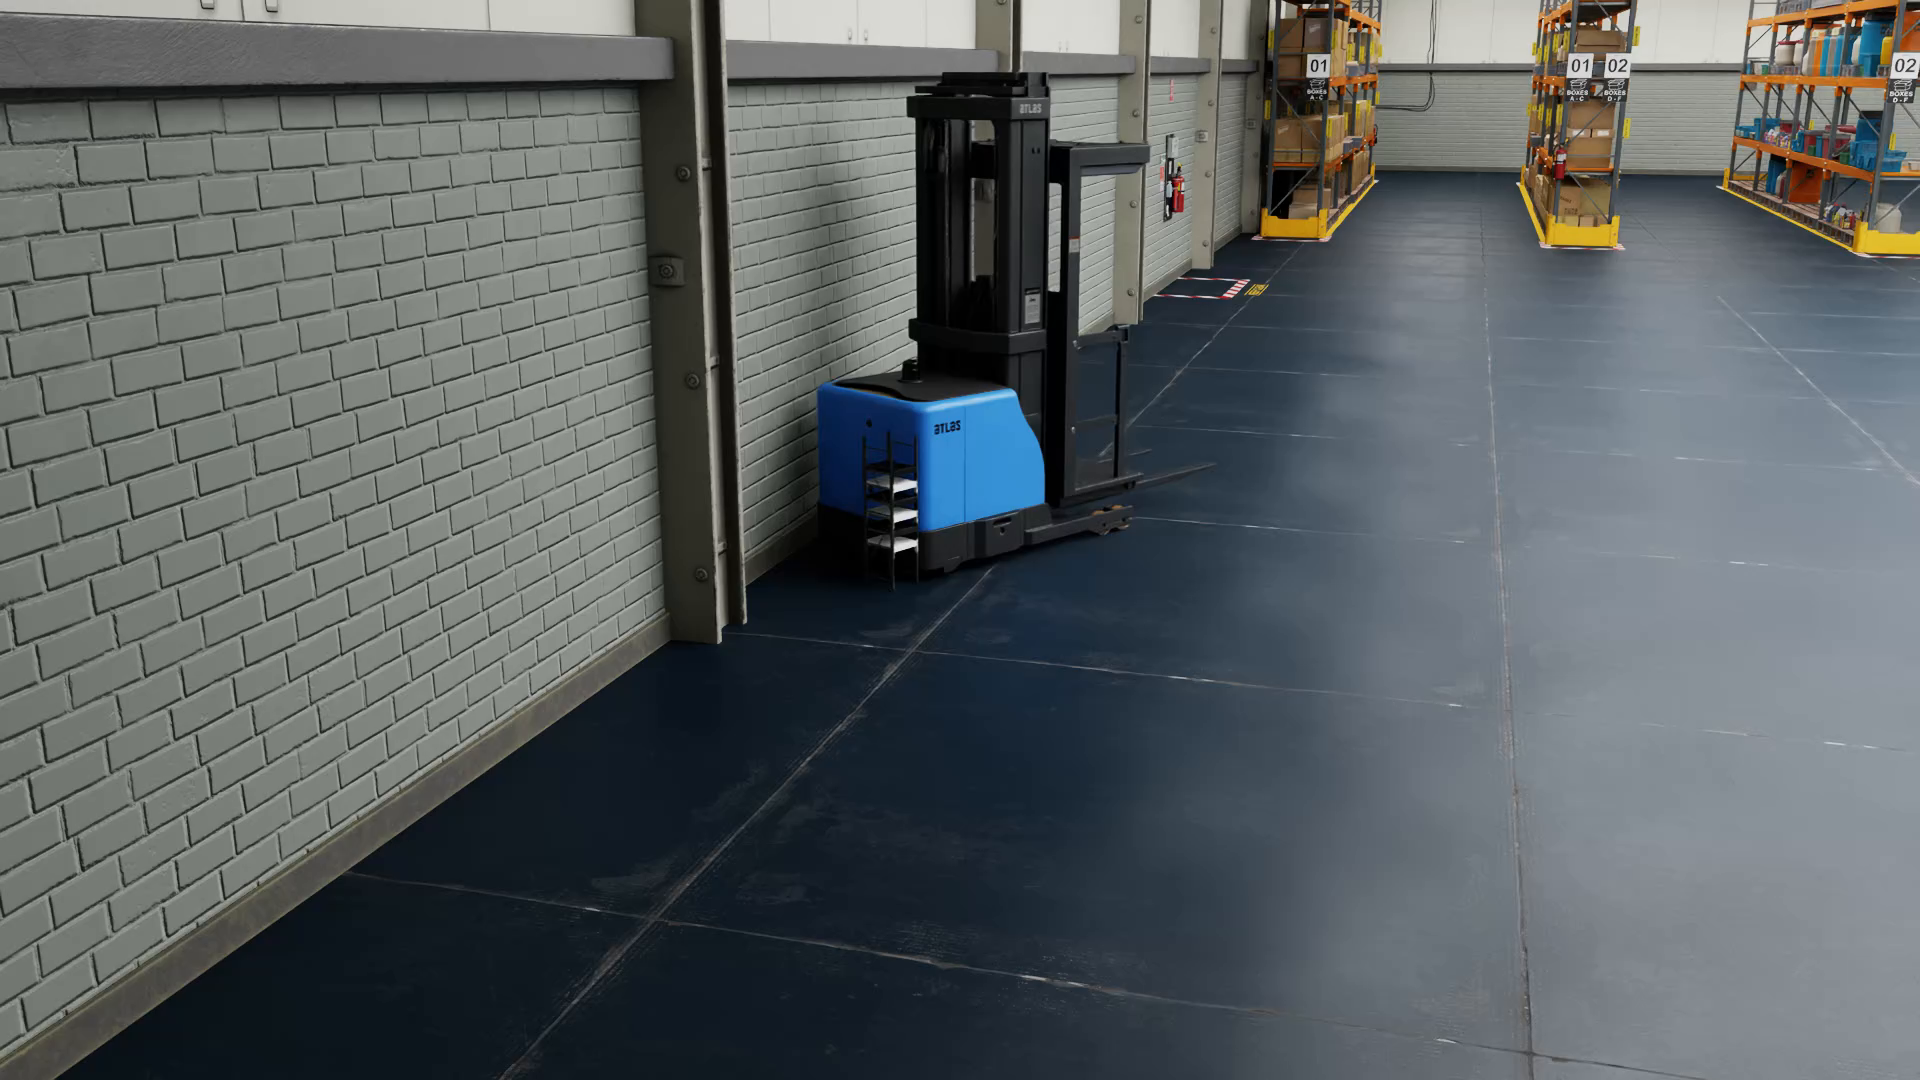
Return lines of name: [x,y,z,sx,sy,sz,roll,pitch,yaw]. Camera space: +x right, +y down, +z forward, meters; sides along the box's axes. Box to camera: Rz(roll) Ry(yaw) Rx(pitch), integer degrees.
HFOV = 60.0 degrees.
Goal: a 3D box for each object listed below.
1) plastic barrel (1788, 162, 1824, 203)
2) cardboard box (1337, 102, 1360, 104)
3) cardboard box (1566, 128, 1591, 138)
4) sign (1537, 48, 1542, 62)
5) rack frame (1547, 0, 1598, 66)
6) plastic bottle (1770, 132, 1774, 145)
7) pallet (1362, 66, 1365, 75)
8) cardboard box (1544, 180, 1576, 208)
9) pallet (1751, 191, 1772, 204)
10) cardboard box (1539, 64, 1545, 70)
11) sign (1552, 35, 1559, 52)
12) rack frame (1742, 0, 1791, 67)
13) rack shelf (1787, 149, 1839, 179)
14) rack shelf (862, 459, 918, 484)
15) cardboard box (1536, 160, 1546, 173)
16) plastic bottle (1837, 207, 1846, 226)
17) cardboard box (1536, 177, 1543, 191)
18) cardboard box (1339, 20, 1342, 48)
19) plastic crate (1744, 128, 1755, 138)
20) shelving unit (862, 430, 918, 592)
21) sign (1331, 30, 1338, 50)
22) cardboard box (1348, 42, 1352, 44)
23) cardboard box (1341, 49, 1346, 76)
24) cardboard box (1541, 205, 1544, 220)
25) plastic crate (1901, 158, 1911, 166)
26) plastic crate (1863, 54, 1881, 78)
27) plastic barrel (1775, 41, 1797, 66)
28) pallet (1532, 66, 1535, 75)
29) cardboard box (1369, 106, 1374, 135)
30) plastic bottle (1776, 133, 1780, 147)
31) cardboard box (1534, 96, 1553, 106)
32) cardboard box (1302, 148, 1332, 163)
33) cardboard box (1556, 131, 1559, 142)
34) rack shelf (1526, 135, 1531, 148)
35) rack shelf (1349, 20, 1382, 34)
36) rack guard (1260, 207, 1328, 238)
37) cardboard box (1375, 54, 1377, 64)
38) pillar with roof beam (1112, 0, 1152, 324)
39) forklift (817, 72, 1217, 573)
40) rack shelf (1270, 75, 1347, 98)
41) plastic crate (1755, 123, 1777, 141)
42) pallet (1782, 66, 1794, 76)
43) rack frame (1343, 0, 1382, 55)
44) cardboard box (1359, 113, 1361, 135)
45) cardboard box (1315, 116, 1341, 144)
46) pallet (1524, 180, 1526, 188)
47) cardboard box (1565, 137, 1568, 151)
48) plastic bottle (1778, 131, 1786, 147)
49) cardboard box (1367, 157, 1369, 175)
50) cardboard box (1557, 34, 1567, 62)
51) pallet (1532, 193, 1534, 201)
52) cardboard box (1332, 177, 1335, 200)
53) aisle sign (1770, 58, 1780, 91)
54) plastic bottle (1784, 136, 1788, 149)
plastic barrel: [17.962,-7.592,35.307,0.600,0.830,0.708,5,16,16]
cardboard box: [8.869,-9.874,38.005,0.500,0.250,0.500,4,16,15]
cardboard box: [10.743,-7.072,28.893,0.380,0.149,0.250,4,16,15]
sign: [13.705,-11.468,39.321,0.100,0.325,0.005,5,16,16]
rack frame: [13.091,-11.576,35.151,1.000,3.000,0.127,5,16,16]
plastic bottle: [18.210,-9.000,37.277,0.061,0.283,0.133,5,16,16]
pallet: [8.472,-10.598,37.545,1.213,0.211,1.003,5,17,18]
cardboard box: [11.098,-6.394,30.769,0.500,0.500,0.500,5,16,16]
pallet: [18.716,-7.811,37.982,1.003,0.211,1.213,5,16,16]
cardboard box: [14.111,-11.255,39.792,0.500,0.250,0.500,5,16,16]
sign: [11.431,-9.526,31.897,0.100,0.325,0.005,5,16,16]
rack frame: [20.112,-13.284,41.172,1.000,3.000,0.127,5,16,16]
rack shelf: [17.271,-7.435,32.865,1.077,0.370,4.000,5,16,16]
rack shelf: [-0.408,-0.400,9.723,0.258,0.077,0.200,14,21,40]
cardboard box: [13.144,-8.338,37.128,0.500,0.250,0.500,5,17,18]
plastic bottle: [15.848,-5.807,29.855,0.144,0.351,0.185,5,17,18]
cardboard box: [12.372,-7.453,34.852,0.500,0.311,0.500,4,16,14]
cardboard box: [6.735,-9.306,30.593,0.500,0.500,0.500,5,17,17]
plastic crate: [19.267,-9.884,40.377,0.416,0.233,0.300,5,16,16]
shelving unit: [-0.408,-0.172,9.788,0.258,0.900,0.210,14,21,40]
sign: [6.587,-8.802,29.265,0.100,0.325,0.005,5,16,16]
cardboard box: [8.421,-10.905,37.292,0.700,0.500,0.500,3,16,12]
cardboard box: [7.296,-9.375,32.670,0.500,0.500,0.500,5,17,17]
cardboard box: [11.238,-6.164,31.334,0.500,0.250,0.500,5,16,16]
plastic crate: [16.484,-6.687,29.391,0.530,0.136,0.437,5,16,16]
plastic crate: [15.819,-8.169,28.667,0.392,0.384,0.575,5,16,16]
plastic barrel: [18.586,-10.944,37.399,0.433,0.535,0.433,0,16,0]
pallet: [13.975,-10.924,38.693,1.213,0.211,1.003,5,16,16]
cardboard box: [10.282,-10.985,43.511,0.980,0.700,0.700,4,16,15]
plastic bottle: [17.960,-8.770,36.465,0.061,0.283,0.133,5,16,16]
cardboard box: [14.266,-10.552,40.520,0.500,0.500,0.500,4,16,15]
cardboard box: [6.510,-7.021,30.322,0.500,0.250,0.500,4,16,14]
cardboard box: [12.630,-8.298,34.404,0.500,0.500,0.500,4,16,13]
rack shelf: [14.796,-9.914,41.602,1.077,0.370,4.000,5,16,16]
rack shelf: [10.045,-12.990,42.189,1.077,0.370,4.000,5,16,16]
rack guard: [6.088,-5.797,30.353,1.175,0.500,0.348,5,16,16]
cardboard box: [10.513,-12.439,43.011,0.500,0.250,0.500,4,16,14]
pillar with roof beam: [6.154,-6.643,17.759,9.100,9.000,0.400,5,16,16]
forklift: [0.517,-1.531,10.856,3.031,2.935,1.130,-14,21,-41]
rack shelf: [6.635,-8.600,31.475,1.077,0.370,4.000,5,16,16]
plastic crate: [18.781,-9.521,38.819,0.392,0.384,0.575,5,16,16]
pallet: [18.527,-10.194,36.121,1.003,0.211,1.213,5,16,16]
rack frame: [10.614,-14.052,43.881,1.000,3.000,0.127,5,16,16]
cardboard box: [9.024,-9.647,38.580,0.500,0.500,0.500,5,16,16]
cardboard box: [7.076,-7.915,32.102,0.500,0.500,0.500,4,16,14]
pallet: [15.117,-9.213,42.923,1.003,0.211,1.213,5,16,16]
cardboard box: [11.107,-6.904,29.490,0.700,0.500,0.500,5,17,17]
plastic bottle: [17.955,-8.757,36.298,0.144,0.351,0.185,5,16,16]
cardboard box: [10.511,-9.975,44.310,0.700,0.500,0.500,5,16,16]
cardboard box: [11.558,-9.293,31.388,0.500,0.500,0.500,6,17,20]
pallet: [13.688,-7.859,38.150,1.003,0.211,1.213,5,16,16]
cardboard box: [7.679,-7.499,35.545,0.700,0.500,0.500,5,17,17]
aisle sign: [20.414,-11.645,41.623,0.394,0.787,0.004,5,16,16]
plastic bottle: [17.716,-8.522,35.613,0.097,0.271,0.097,0,16,0]
